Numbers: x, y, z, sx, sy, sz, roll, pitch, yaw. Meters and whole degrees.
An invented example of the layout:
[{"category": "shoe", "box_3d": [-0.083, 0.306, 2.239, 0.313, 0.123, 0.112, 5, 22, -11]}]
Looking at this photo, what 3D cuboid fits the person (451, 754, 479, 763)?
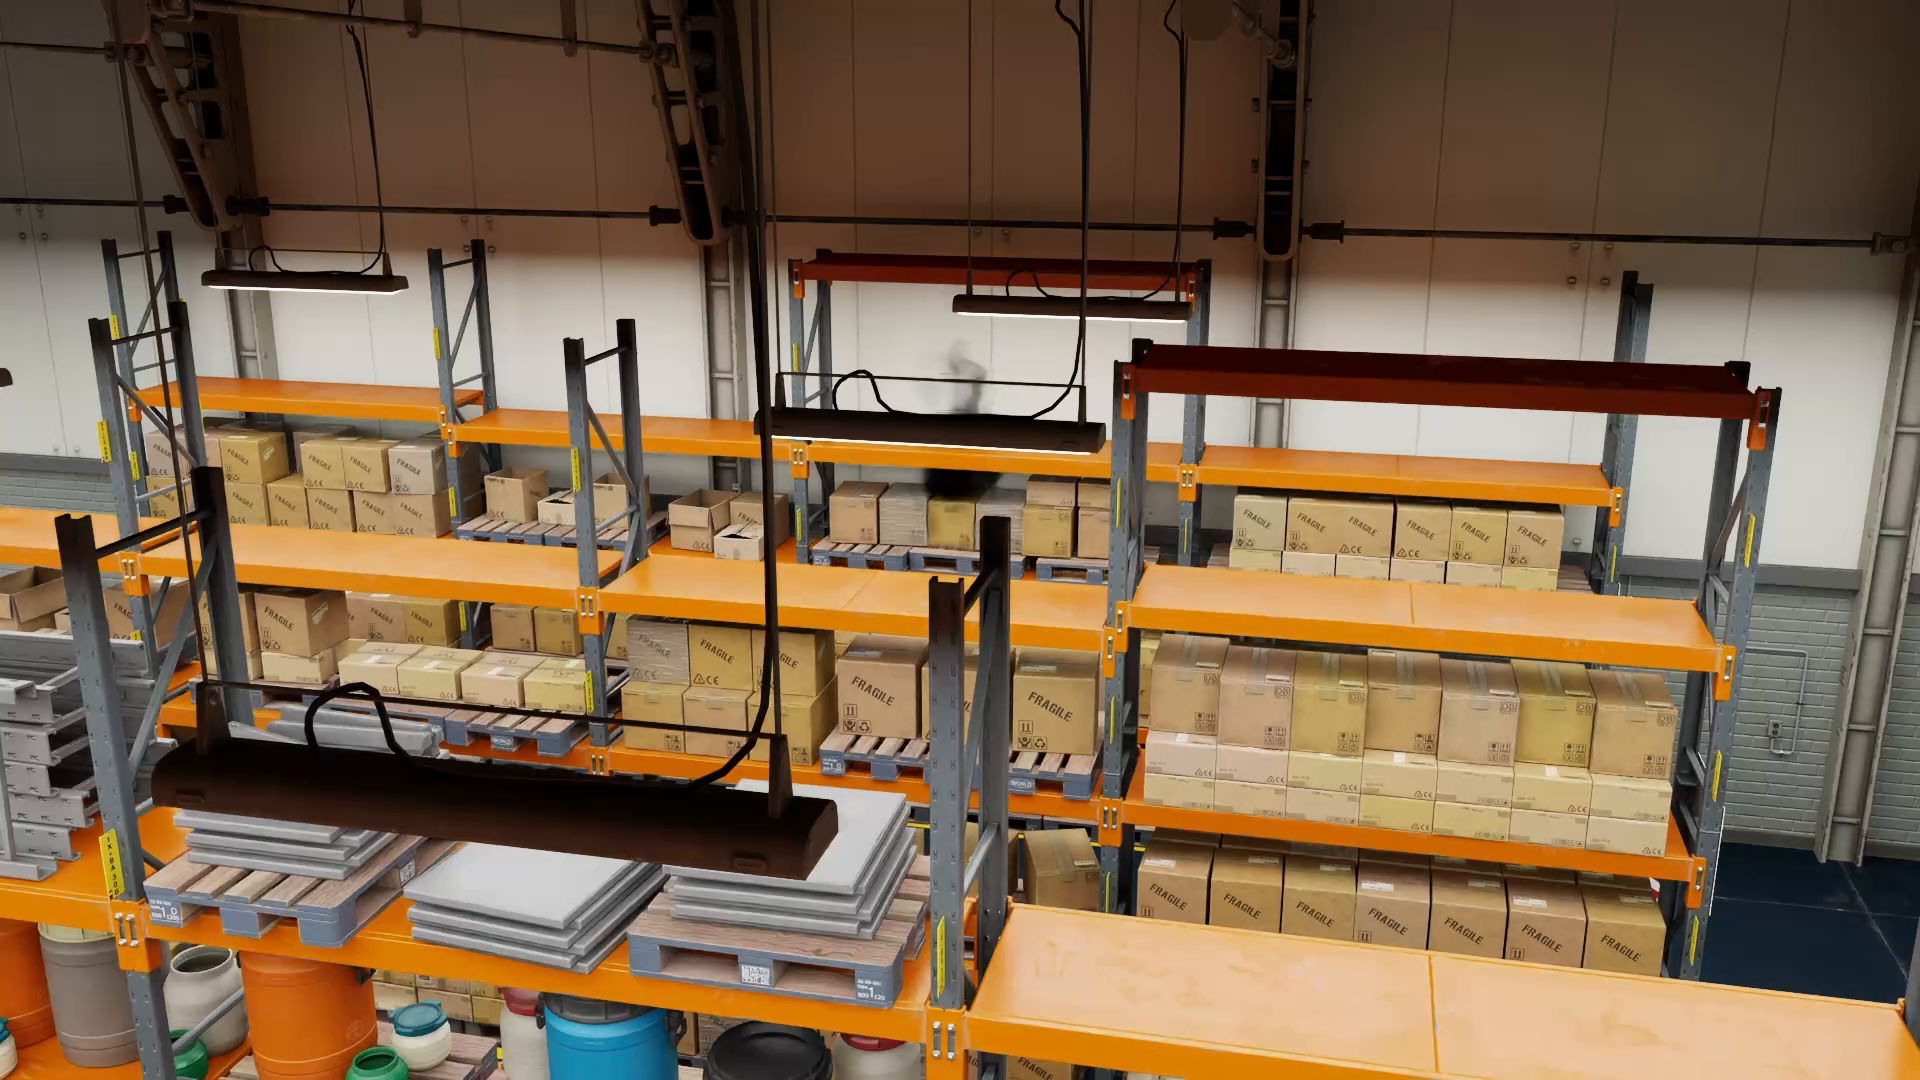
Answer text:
[{"category": "person", "box_3d": [-4.600, 2.776, 15.830, 0.632, 1.734, 0.691, 3, 17, 11]}]
